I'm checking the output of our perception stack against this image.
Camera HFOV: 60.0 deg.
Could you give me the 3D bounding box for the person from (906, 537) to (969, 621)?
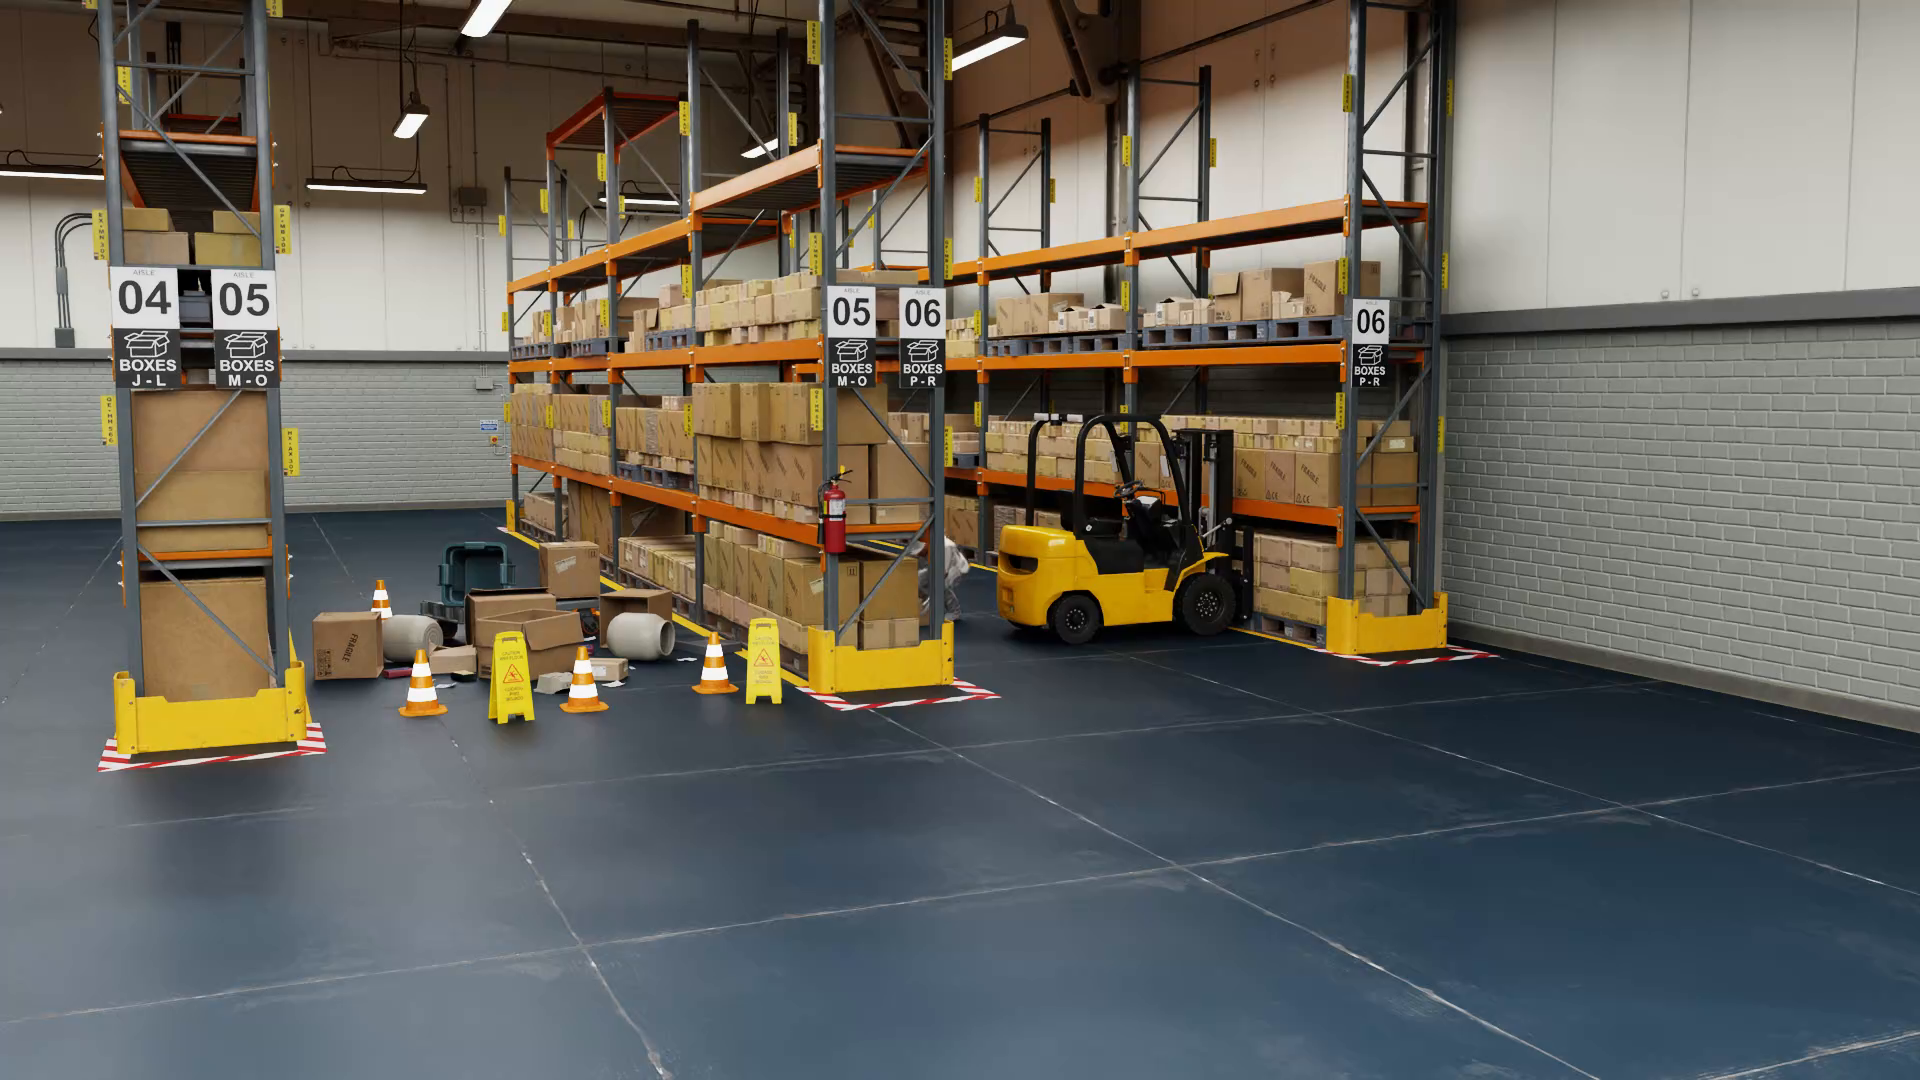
[{"bbox_3d":[-0.252,0.358,17.141,0.574,0.975,0.900,4,7,37],"label":"person"}]
